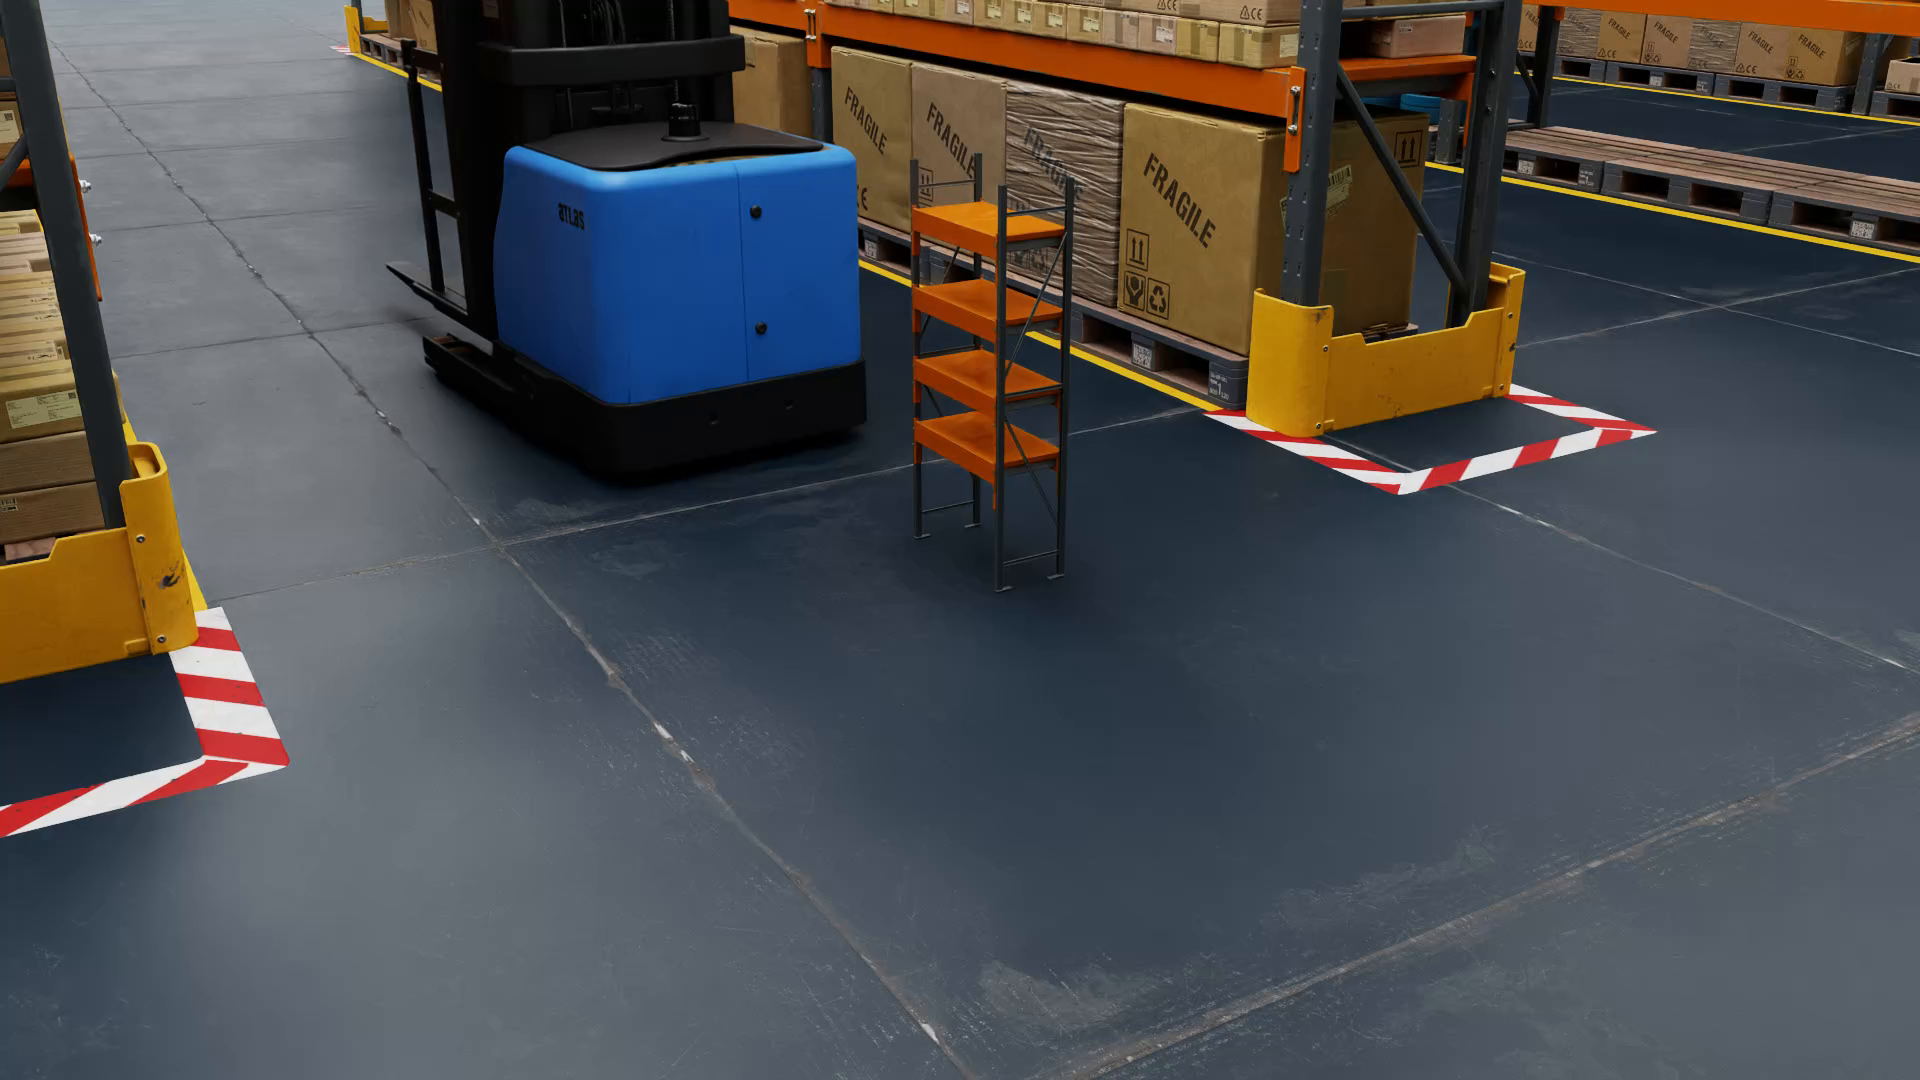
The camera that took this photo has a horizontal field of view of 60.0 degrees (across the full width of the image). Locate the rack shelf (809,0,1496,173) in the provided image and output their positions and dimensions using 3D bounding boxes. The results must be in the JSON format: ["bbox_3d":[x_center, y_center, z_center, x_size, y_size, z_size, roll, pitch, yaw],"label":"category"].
[{"bbox_3d":[0.647,-2.253,7.827,1.077,0.370,4.000,-13,25,-28],"label":"rack shelf"}]

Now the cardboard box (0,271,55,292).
[{"bbox_3d":[-3.312,-0.824,5.794,0.380,0.149,0.250,-12,25,-27],"label":"cardboard box"}]

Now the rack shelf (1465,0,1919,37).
[{"bbox_3d":[4.905,-3.206,10.171,1.077,0.370,4.000,-13,25,-28],"label":"rack shelf"}]

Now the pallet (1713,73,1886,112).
[{"bbox_3d":[7.695,-4.102,15.124,1.003,0.211,1.213,-13,25,-28],"label":"pallet"}]

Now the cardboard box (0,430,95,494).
[{"bbox_3d":[-2.694,-0.248,4.772,0.380,0.149,0.250,-11,25,-26],"label":"cardboard box"}]

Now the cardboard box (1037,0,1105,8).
[{"bbox_3d":[0.674,-2.442,7.141,0.500,0.250,0.500,-14,26,-30],"label":"cardboard box"}]

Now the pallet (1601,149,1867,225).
[{"bbox_3d":[4.919,-2.269,10.613,1.003,0.211,1.213,-13,25,-28],"label":"pallet"}]

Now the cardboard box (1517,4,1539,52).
[{"bbox_3d":[6.087,-5.276,17.045,0.500,0.500,0.500,-11,25,-26],"label":"cardboard box"}]

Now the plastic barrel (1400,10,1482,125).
[{"bbox_3d":[3.620,-3.588,12.385,0.600,0.901,0.708,-13,25,-28],"label":"plastic barrel"}]

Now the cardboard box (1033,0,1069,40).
[{"bbox_3d":[0.547,-2.289,7.293,0.380,0.149,0.250,-13,25,-28],"label":"cardboard box"}]

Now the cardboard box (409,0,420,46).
[{"bbox_3d":[-5.562,-5.556,17.760,0.500,0.500,0.500,-10,24,-23],"label":"cardboard box"}]

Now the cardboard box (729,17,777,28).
[{"bbox_3d":[-1.176,-2.937,10.817,1.225,0.875,0.875,-14,26,-30],"label":"cardboard box"}]

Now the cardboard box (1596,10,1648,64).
[{"bbox_3d":[6.611,-4.945,16.229,0.500,0.500,0.500,-13,25,-29],"label":"cardboard box"}]

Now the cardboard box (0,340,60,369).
[{"bbox_3d":[-2.867,-0.468,4.918,0.380,0.149,0.250,-12,25,-27],"label":"cardboard box"}]

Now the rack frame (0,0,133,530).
[{"bbox_3d":[-2.647,-1.018,3.832,1.000,3.000,0.127,-13,25,-28],"label":"rack frame"}]

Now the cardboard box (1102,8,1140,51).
[{"bbox_3d":[0.814,-2.121,6.880,0.380,0.149,0.250,-12,25,-27],"label":"cardboard box"}]

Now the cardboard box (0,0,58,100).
[{"bbox_3d":[-2.639,-1.400,4.245,0.500,0.500,0.500,-11,25,-26],"label":"cardboard box"}]

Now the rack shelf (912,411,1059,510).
[{"bbox_3d":[0.085,-0.256,5.054,0.258,0.148,0.480,-13,25,-28],"label":"rack shelf"}]

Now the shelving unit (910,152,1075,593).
[{"bbox_3d":[0.085,-0.502,4.954,0.258,1.200,0.503,-13,25,-28],"label":"shelving unit"}]

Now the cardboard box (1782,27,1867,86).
[{"bbox_3d":[7.645,-4.289,14.614,0.500,0.500,0.500,-13,25,-29],"label":"cardboard box"}]

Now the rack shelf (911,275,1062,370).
[{"bbox_3d":[0.085,-0.647,4.895,0.258,0.148,0.480,-13,25,-28],"label":"rack shelf"}]

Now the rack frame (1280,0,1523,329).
[{"bbox_3d":[1.668,-1.939,6.099,1.000,3.000,0.127,-13,25,-28],"label":"rack frame"}]

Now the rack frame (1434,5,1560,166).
[{"bbox_3d":[3.883,-4.187,11.628,1.000,3.000,0.127,-13,25,-28],"label":"rack frame"}]

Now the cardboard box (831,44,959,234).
[{"bbox_3d":[-0.107,-2.215,9.042,0.875,0.875,0.875,-13,25,-28],"label":"cardboard box"}]

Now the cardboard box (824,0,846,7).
[{"bbox_3d":[-0.510,-2.958,8.939,0.380,0.149,0.250,-13,25,-28],"label":"cardboard box"}]

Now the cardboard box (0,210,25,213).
[{"bbox_3d":[-4.121,-1.322,7.018,0.380,0.149,0.250,-12,25,-28],"label":"cardboard box"}]

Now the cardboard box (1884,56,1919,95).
[{"bbox_3d":[8.172,-3.919,13.956,0.500,0.311,0.500,-13,25,-28],"label":"cardboard box"}]

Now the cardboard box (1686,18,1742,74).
[{"bbox_3d":[7.144,-4.613,15.412,0.500,0.500,0.500,-12,25,-28],"label":"cardboard box"}]

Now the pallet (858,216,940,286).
[{"bbox_3d":[-0.054,-1.681,9.167,1.003,0.211,1.213,-13,25,-28],"label":"pallet"}]

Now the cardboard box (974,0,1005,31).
[{"bbox_3d":[0.288,-2.454,7.698,0.380,0.149,0.250,-13,26,-30],"label":"cardboard box"}]

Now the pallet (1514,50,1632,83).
[{"bbox_3d":[6.449,-4.892,17.067,1.003,0.211,1.213,-13,25,-28],"label":"pallet"}]

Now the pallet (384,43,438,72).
[{"bbox_3d":[-5.462,-5.138,17.671,1.003,0.211,1.213,-13,25,-28],"label":"pallet"}]

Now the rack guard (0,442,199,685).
[{"bbox_3d":[-2.686,0.116,4.363,1.175,0.500,0.348,-13,25,-28],"label":"rack guard"}]

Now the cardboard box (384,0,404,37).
[{"bbox_3d":[-6.200,-5.950,18.728,0.500,0.500,0.500,-8,23,-18],"label":"cardboard box"}]

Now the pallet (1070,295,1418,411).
[{"bbox_3d":[1.192,-0.891,7.223,1.003,0.211,1.213,-13,25,-28],"label":"pallet"}]

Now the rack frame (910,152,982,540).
[{"bbox_3d":[-0.040,-0.581,5.148,0.240,1.200,0.015,-13,25,-28],"label":"rack frame"}]

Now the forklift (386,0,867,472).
[{"bbox_3d":[-1.607,-2.085,6.549,1.130,2.935,3.031,-15,26,-32],"label":"forklift"}]

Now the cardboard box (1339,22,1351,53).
[{"bbox_3d":[1.638,-2.084,6.788,0.380,0.149,0.250,-13,25,-29],"label":"cardboard box"}]

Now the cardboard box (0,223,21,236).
[{"bbox_3d":[-3.922,-1.144,6.580,0.380,0.149,0.250,-12,25,-27],"label":"cardboard box"}]

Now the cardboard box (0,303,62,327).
[{"bbox_3d":[-3.084,-0.639,5.338,0.380,0.149,0.250,-14,26,-31],"label":"cardboard box"}]

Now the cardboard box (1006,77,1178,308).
[{"bbox_3d":[0.808,-1.636,7.616,0.875,0.875,0.875,-13,25,-28],"label":"cardboard box"}]

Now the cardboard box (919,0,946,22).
[{"bbox_3d":[0.026,-2.620,8.108,0.380,0.149,0.250,-13,25,-29],"label":"cardboard box"}]

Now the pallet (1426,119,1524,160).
[{"bbox_3d":[3.525,-3.153,12.787,1.003,0.211,1.213,-13,25,-28],"label":"pallet"}]

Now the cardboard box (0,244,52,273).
[{"bbox_3d":[-3.556,-0.989,6.199,0.380,0.149,0.250,-14,26,-30],"label":"cardboard box"}]

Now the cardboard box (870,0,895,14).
[{"bbox_3d":[-0.241,-2.788,8.520,0.380,0.149,0.250,-12,25,-27],"label":"cardboard box"}]

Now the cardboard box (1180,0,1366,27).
[{"bbox_3d":[1.192,-2.113,6.331,0.500,0.250,0.500,-13,26,-29],"label":"cardboard box"}]

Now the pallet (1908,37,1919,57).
[{"bbox_3d":[11.314,-5.431,18.393,1.003,0.211,1.213,-13,25,-28],"label":"pallet"}]

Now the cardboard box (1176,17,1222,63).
[{"bbox_3d":[1.069,-1.958,6.480,0.380,0.149,0.250,-12,25,-28],"label":"cardboard box"}]

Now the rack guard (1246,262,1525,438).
[{"bbox_3d":[1.680,-0.773,6.550,1.175,0.500,0.348,-13,25,-28],"label":"rack guard"}]
